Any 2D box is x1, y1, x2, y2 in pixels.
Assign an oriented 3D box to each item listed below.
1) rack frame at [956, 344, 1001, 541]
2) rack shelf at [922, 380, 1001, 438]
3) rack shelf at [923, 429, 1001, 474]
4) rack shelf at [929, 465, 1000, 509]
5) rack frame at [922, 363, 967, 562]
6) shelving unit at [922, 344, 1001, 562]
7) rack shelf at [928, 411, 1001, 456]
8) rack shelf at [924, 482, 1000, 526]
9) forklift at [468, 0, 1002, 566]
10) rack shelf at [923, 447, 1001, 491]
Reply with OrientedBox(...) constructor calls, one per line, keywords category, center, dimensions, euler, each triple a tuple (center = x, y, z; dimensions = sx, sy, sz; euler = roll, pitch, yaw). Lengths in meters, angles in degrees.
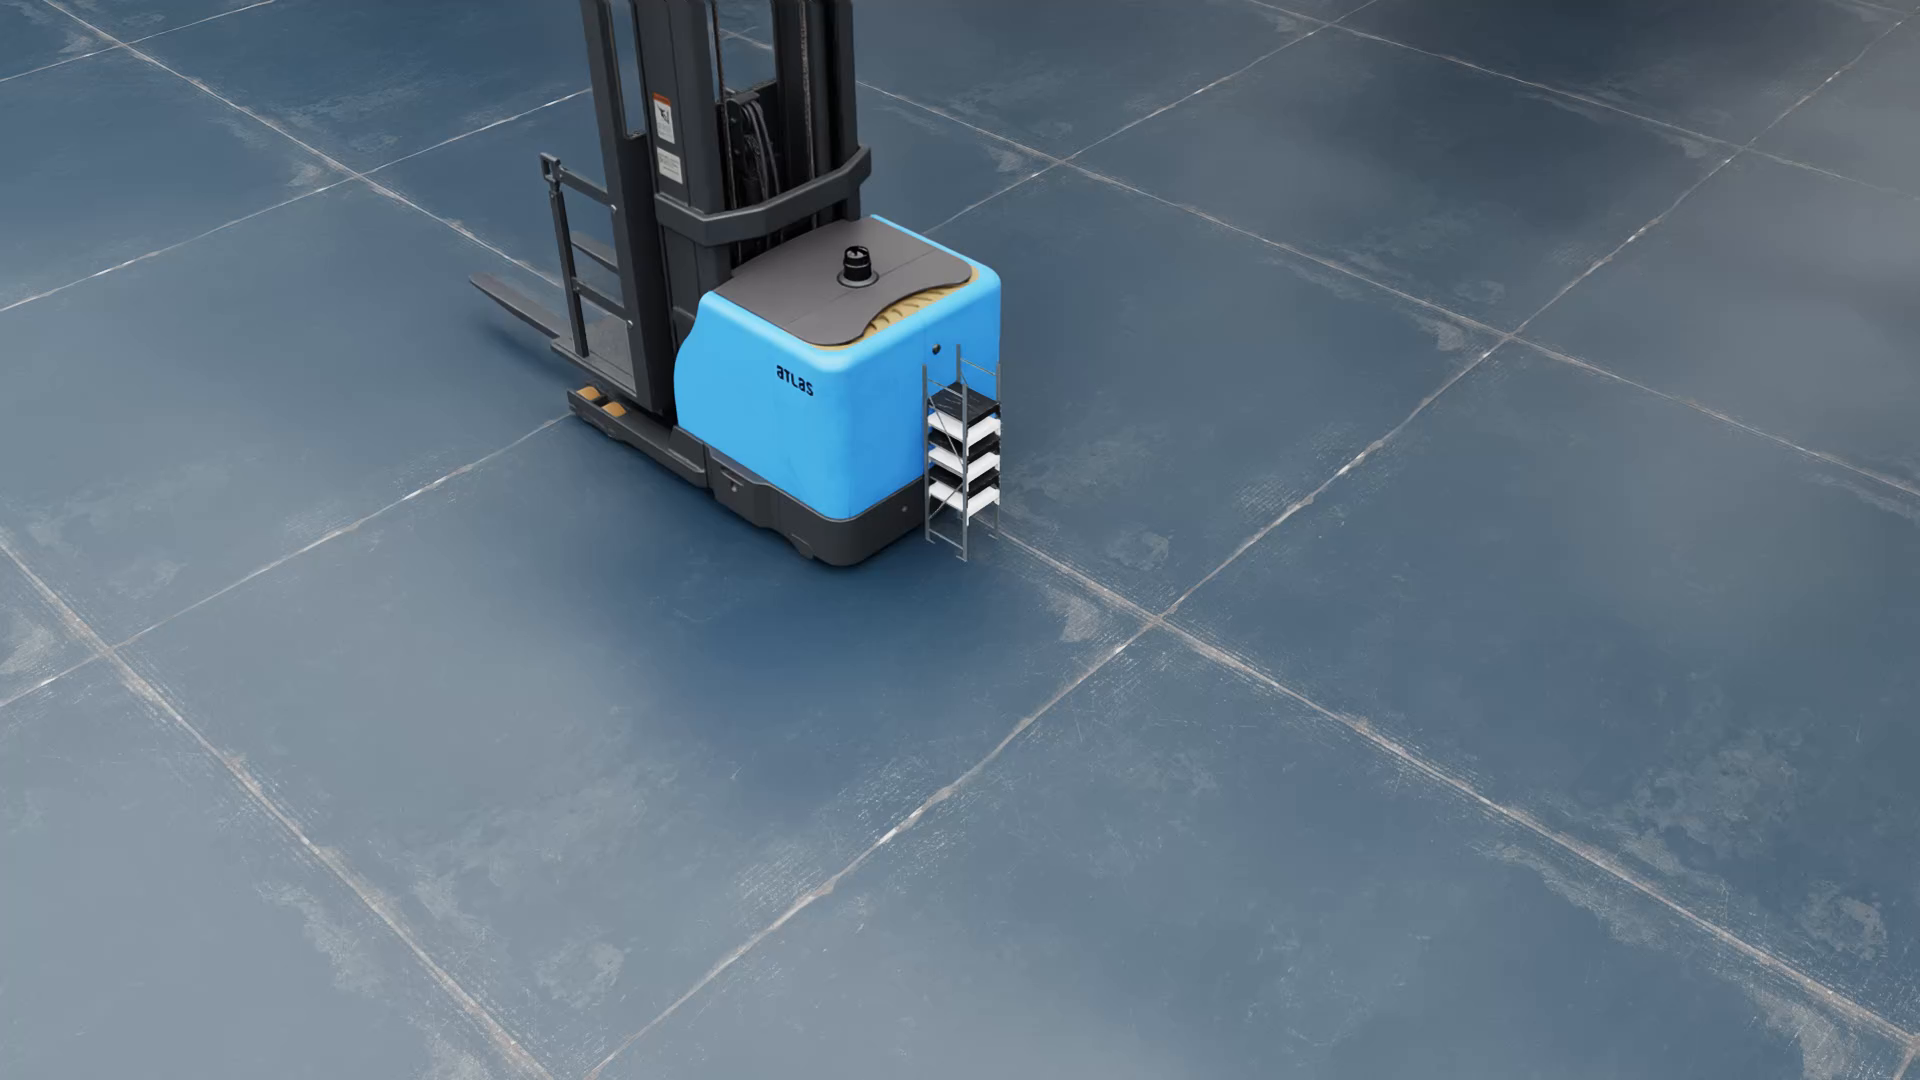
OrientedBox(category="rack frame", center=(0.076, -0.402, 7.031), dimensions=(0.240, 0.900, 0.006), euler=(29, 47, 32))
OrientedBox(category="rack shelf", center=(0.007, -0.540, 6.826), dimensions=(0.258, 0.077, 0.200), euler=(29, 47, 32))
OrientedBox(category="rack shelf", center=(0.008, -0.399, 6.937), dimensions=(0.258, 0.077, 0.200), euler=(29, 47, 32))
OrientedBox(category="rack shelf", center=(0.008, -0.258, 7.049), dimensions=(0.258, 0.077, 0.200), euler=(29, 47, 32))
OrientedBox(category="rack frame", center=(-0.061, -0.308, 6.914), dimensions=(0.240, 0.900, 0.006), euler=(29, 47, 32))
OrientedBox(category="shelving unit", center=(0.008, -0.355, 6.972), dimensions=(0.258, 0.900, 0.210), euler=(29, 47, 32))
OrientedBox(category="rack shelf", center=(0.008, -0.470, 6.881), dimensions=(0.258, 0.077, 0.200), euler=(29, 47, 32))
OrientedBox(category="rack shelf", center=(0.008, -0.188, 7.105), dimensions=(0.258, 0.077, 0.200), euler=(29, 47, 32))
OrientedBox(category="forklift", center=(-1.227, -1.839, 7.208), dimensions=(3.031, 2.935, 1.130), euler=(31, 48, 33))
OrientedBox(category="rack shelf", center=(0.008, -0.329, 6.993), dimensions=(0.258, 0.077, 0.200), euler=(29, 47, 32))
